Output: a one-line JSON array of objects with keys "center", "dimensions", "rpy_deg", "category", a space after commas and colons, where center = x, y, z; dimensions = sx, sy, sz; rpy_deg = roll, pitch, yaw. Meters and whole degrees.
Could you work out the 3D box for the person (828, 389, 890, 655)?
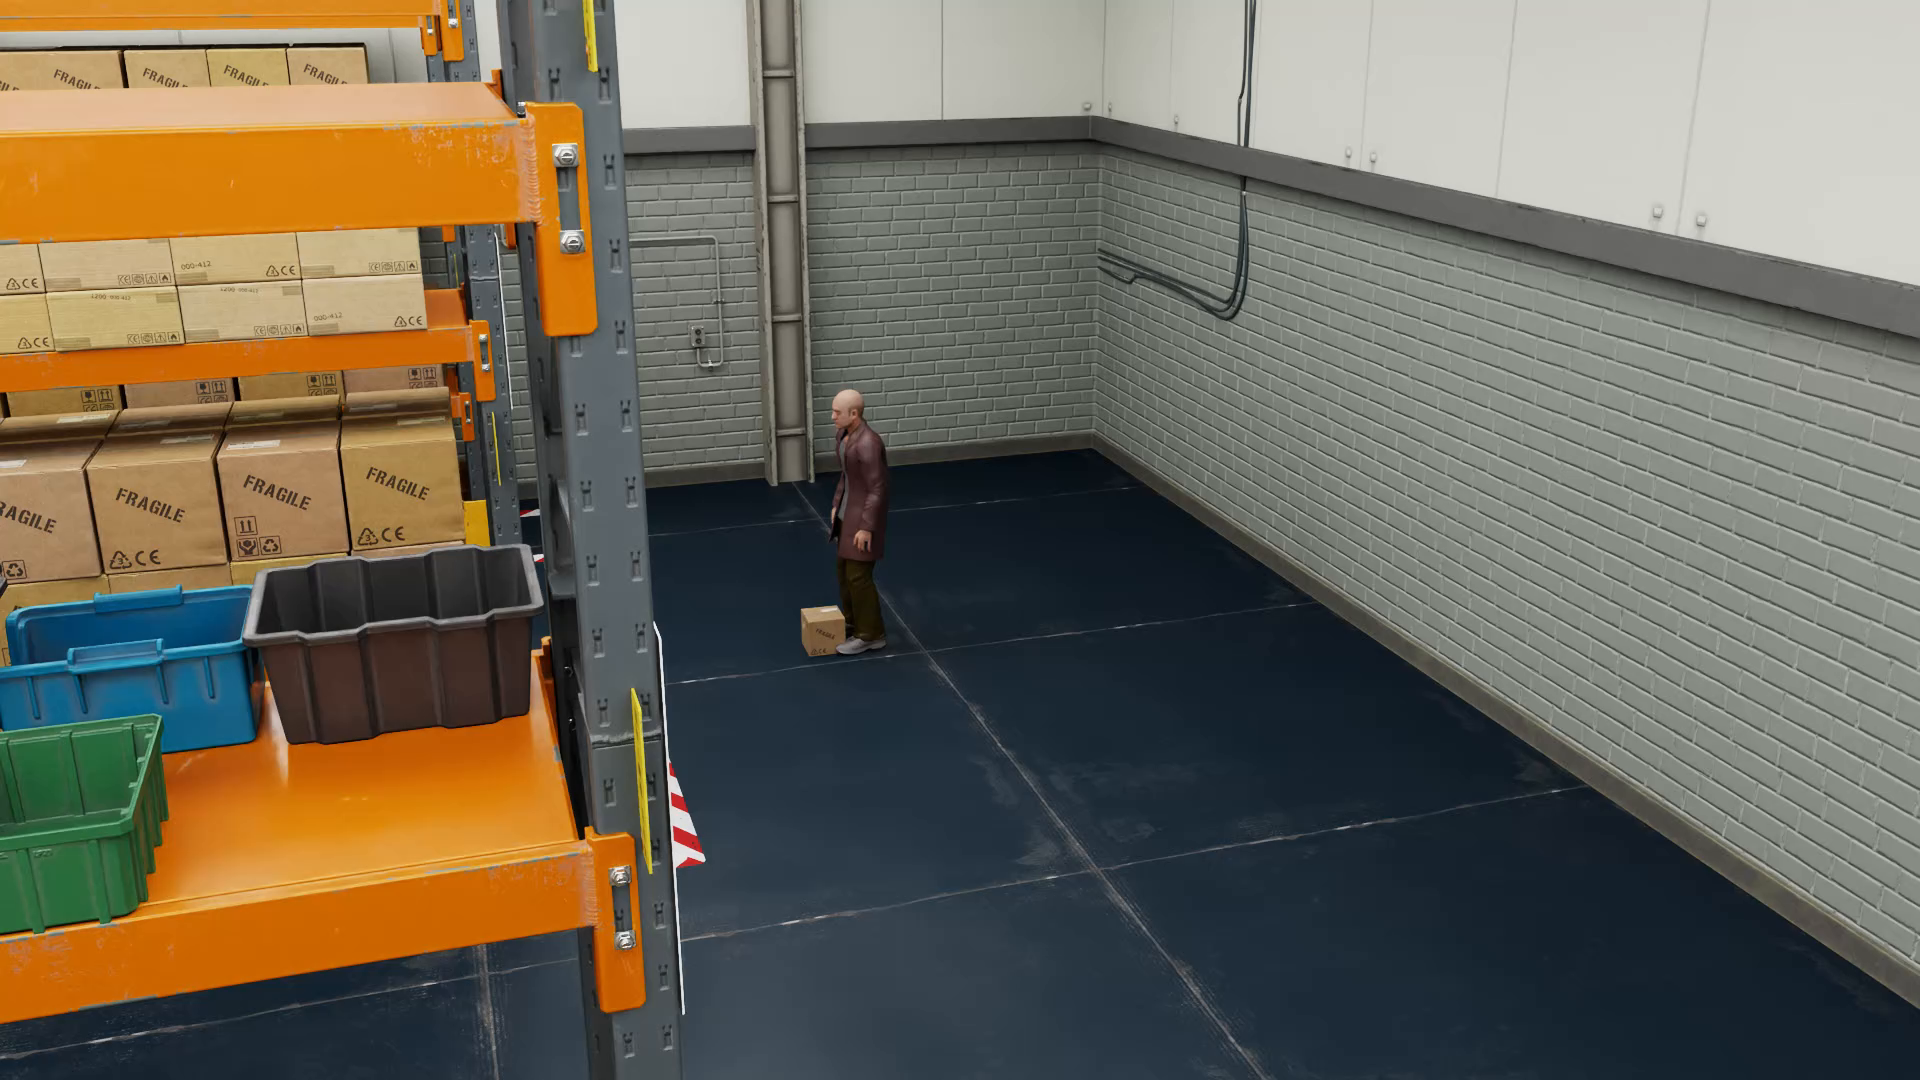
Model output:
[{"center": [-0.681, -0.135, 10.980], "dimensions": [0.420, 1.774, 0.654], "rpy_deg": [-7, 20, -20], "category": "person"}]
